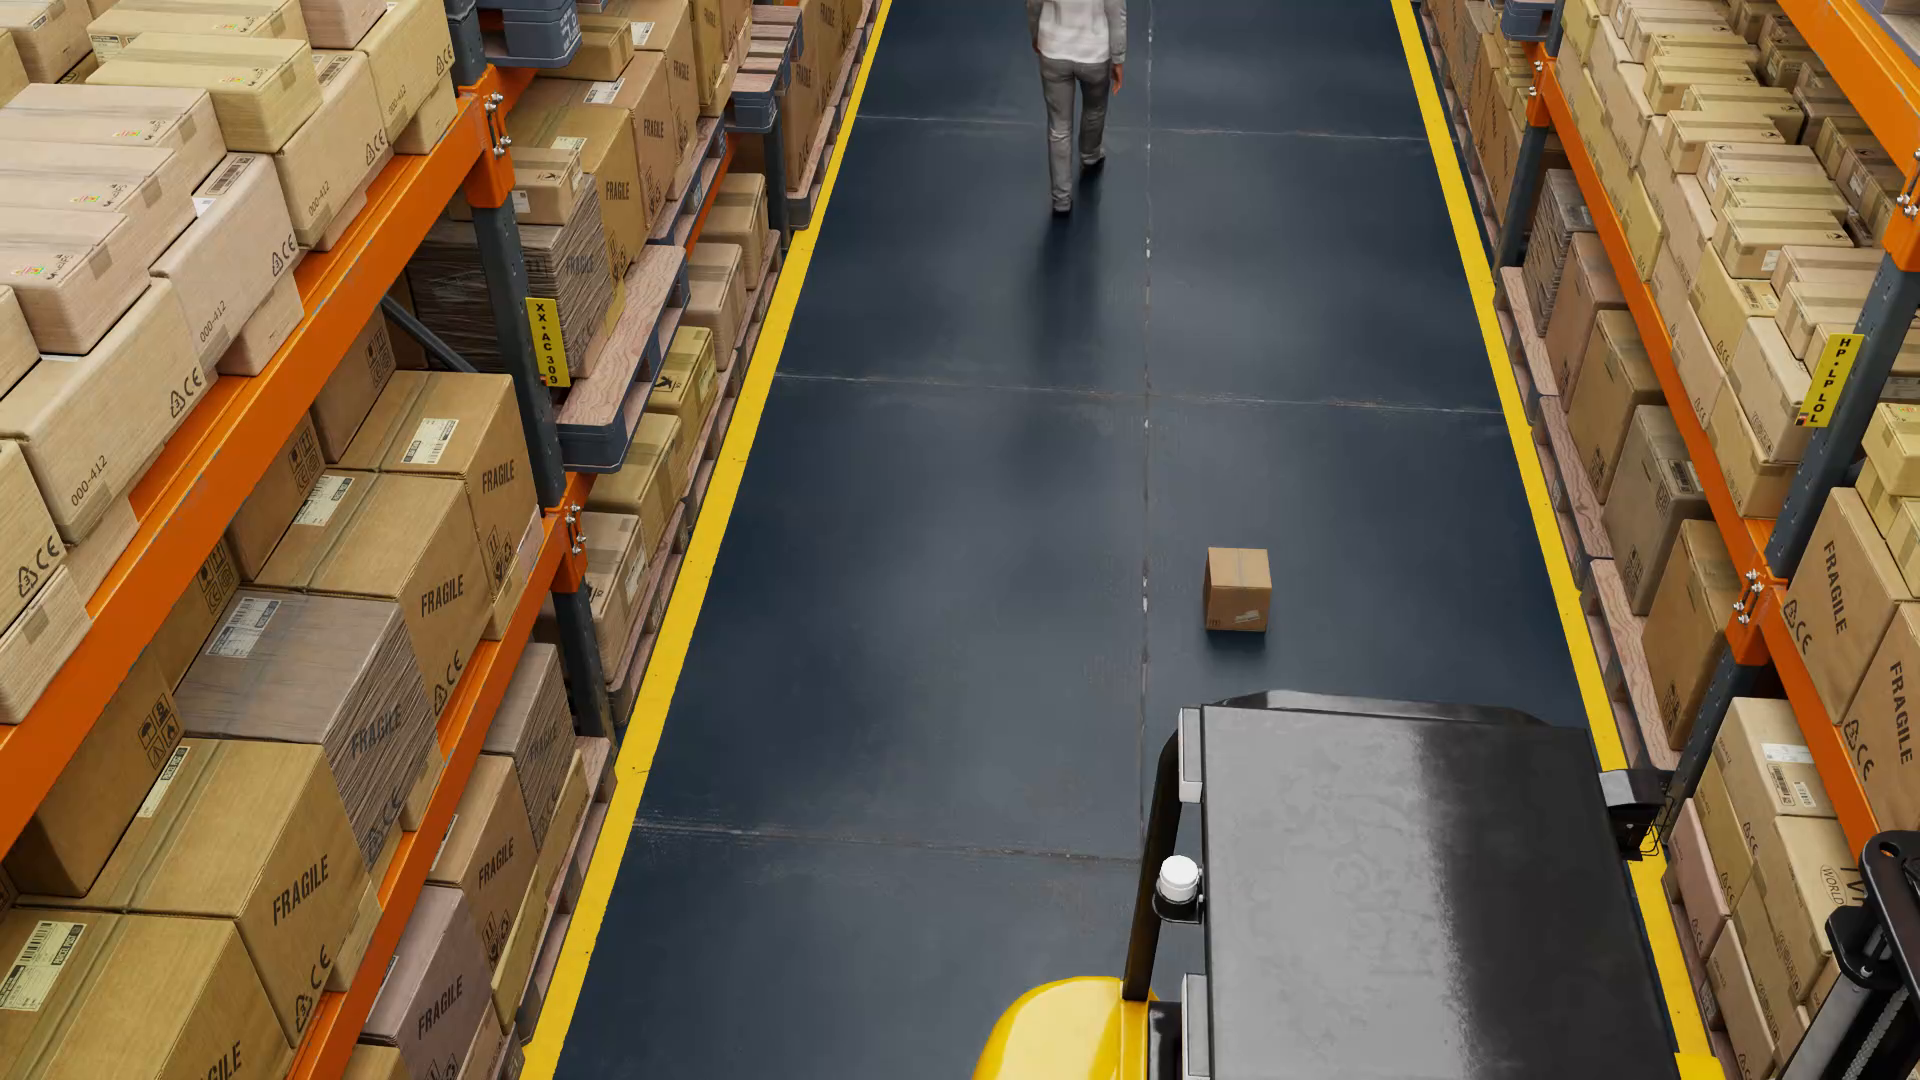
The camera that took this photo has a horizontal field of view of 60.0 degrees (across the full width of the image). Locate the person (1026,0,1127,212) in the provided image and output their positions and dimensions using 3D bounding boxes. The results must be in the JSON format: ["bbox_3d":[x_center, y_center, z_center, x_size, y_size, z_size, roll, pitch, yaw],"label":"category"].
[{"bbox_3d":[0.661,-2.844,9.527,0.568,1.741,0.900,3,40,4],"label":"person"}]
